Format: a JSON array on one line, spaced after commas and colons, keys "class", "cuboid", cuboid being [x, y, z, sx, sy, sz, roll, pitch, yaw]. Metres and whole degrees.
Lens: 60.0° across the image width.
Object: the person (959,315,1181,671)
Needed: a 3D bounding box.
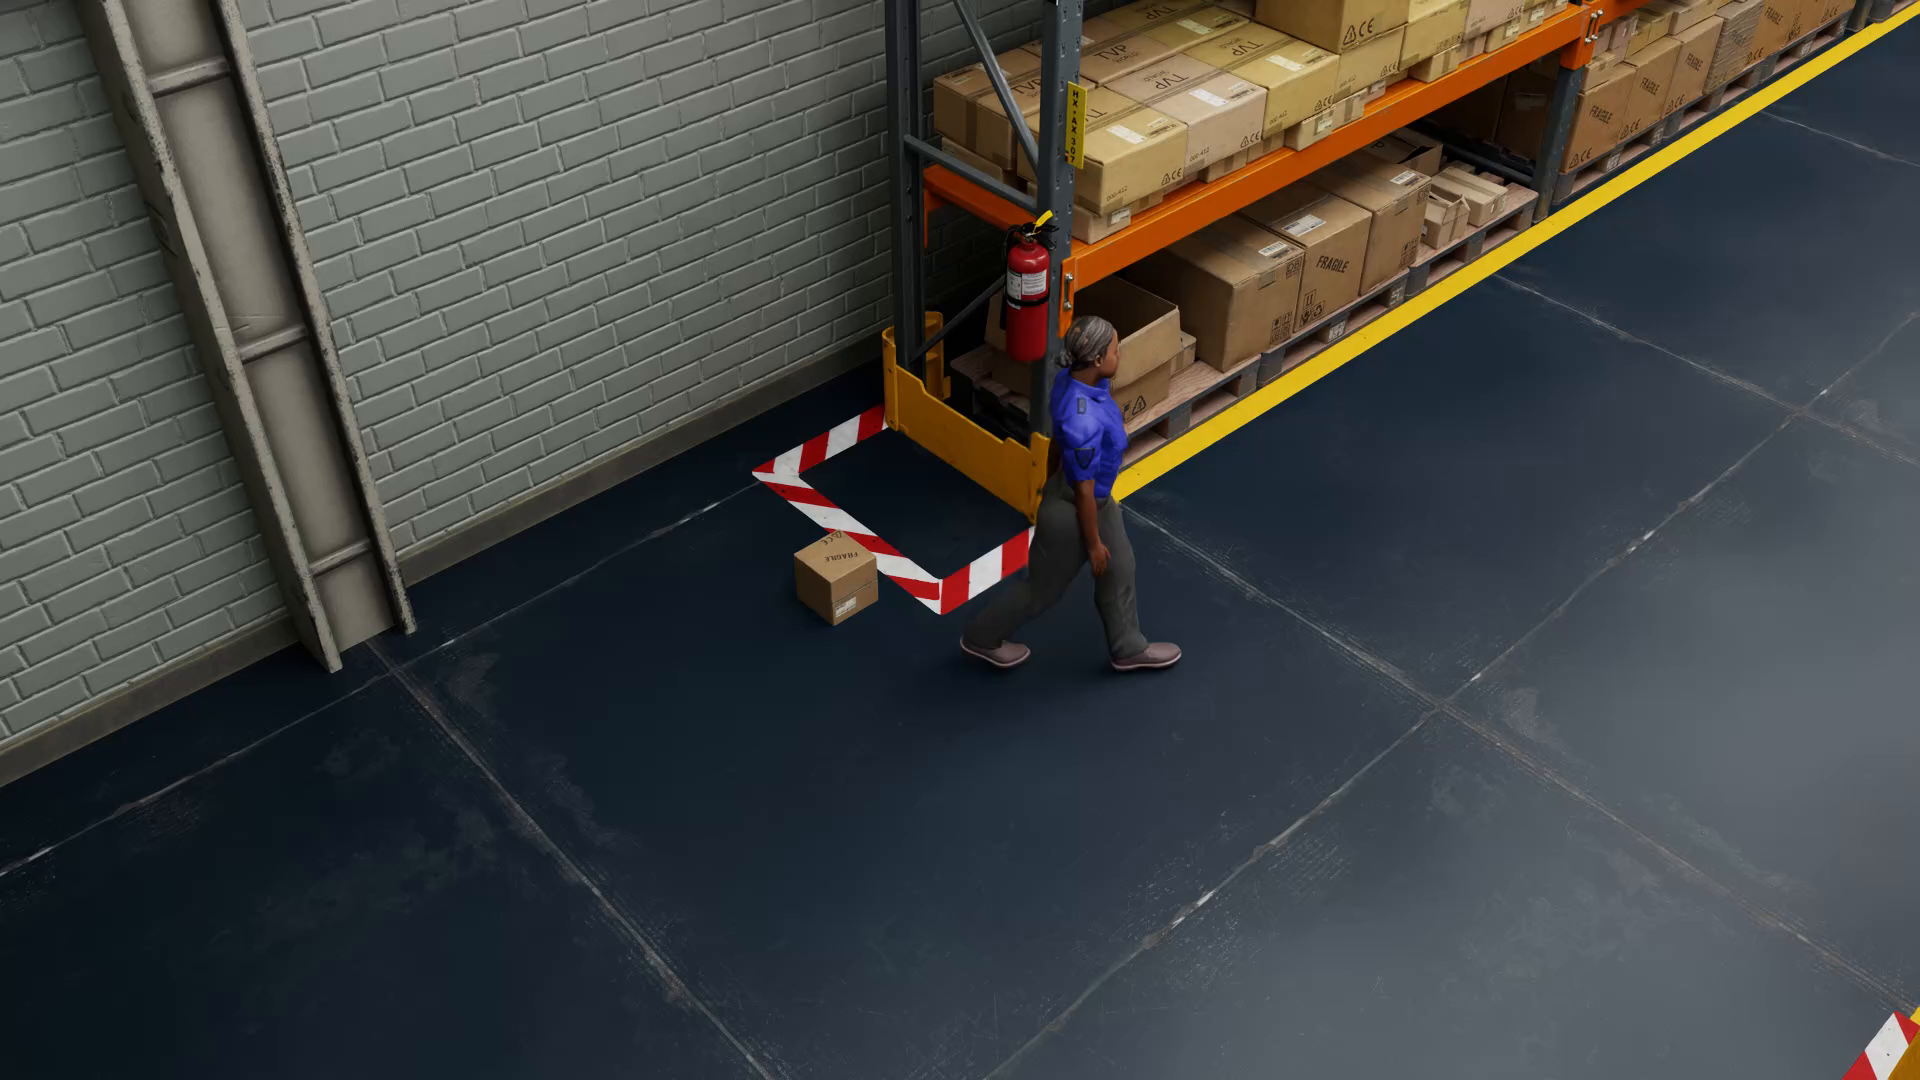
[{"class": "person", "cuboid": [0.450, -0.118, 6.298, 0.903, 1.610, 0.455, 5, 40, 6]}]
